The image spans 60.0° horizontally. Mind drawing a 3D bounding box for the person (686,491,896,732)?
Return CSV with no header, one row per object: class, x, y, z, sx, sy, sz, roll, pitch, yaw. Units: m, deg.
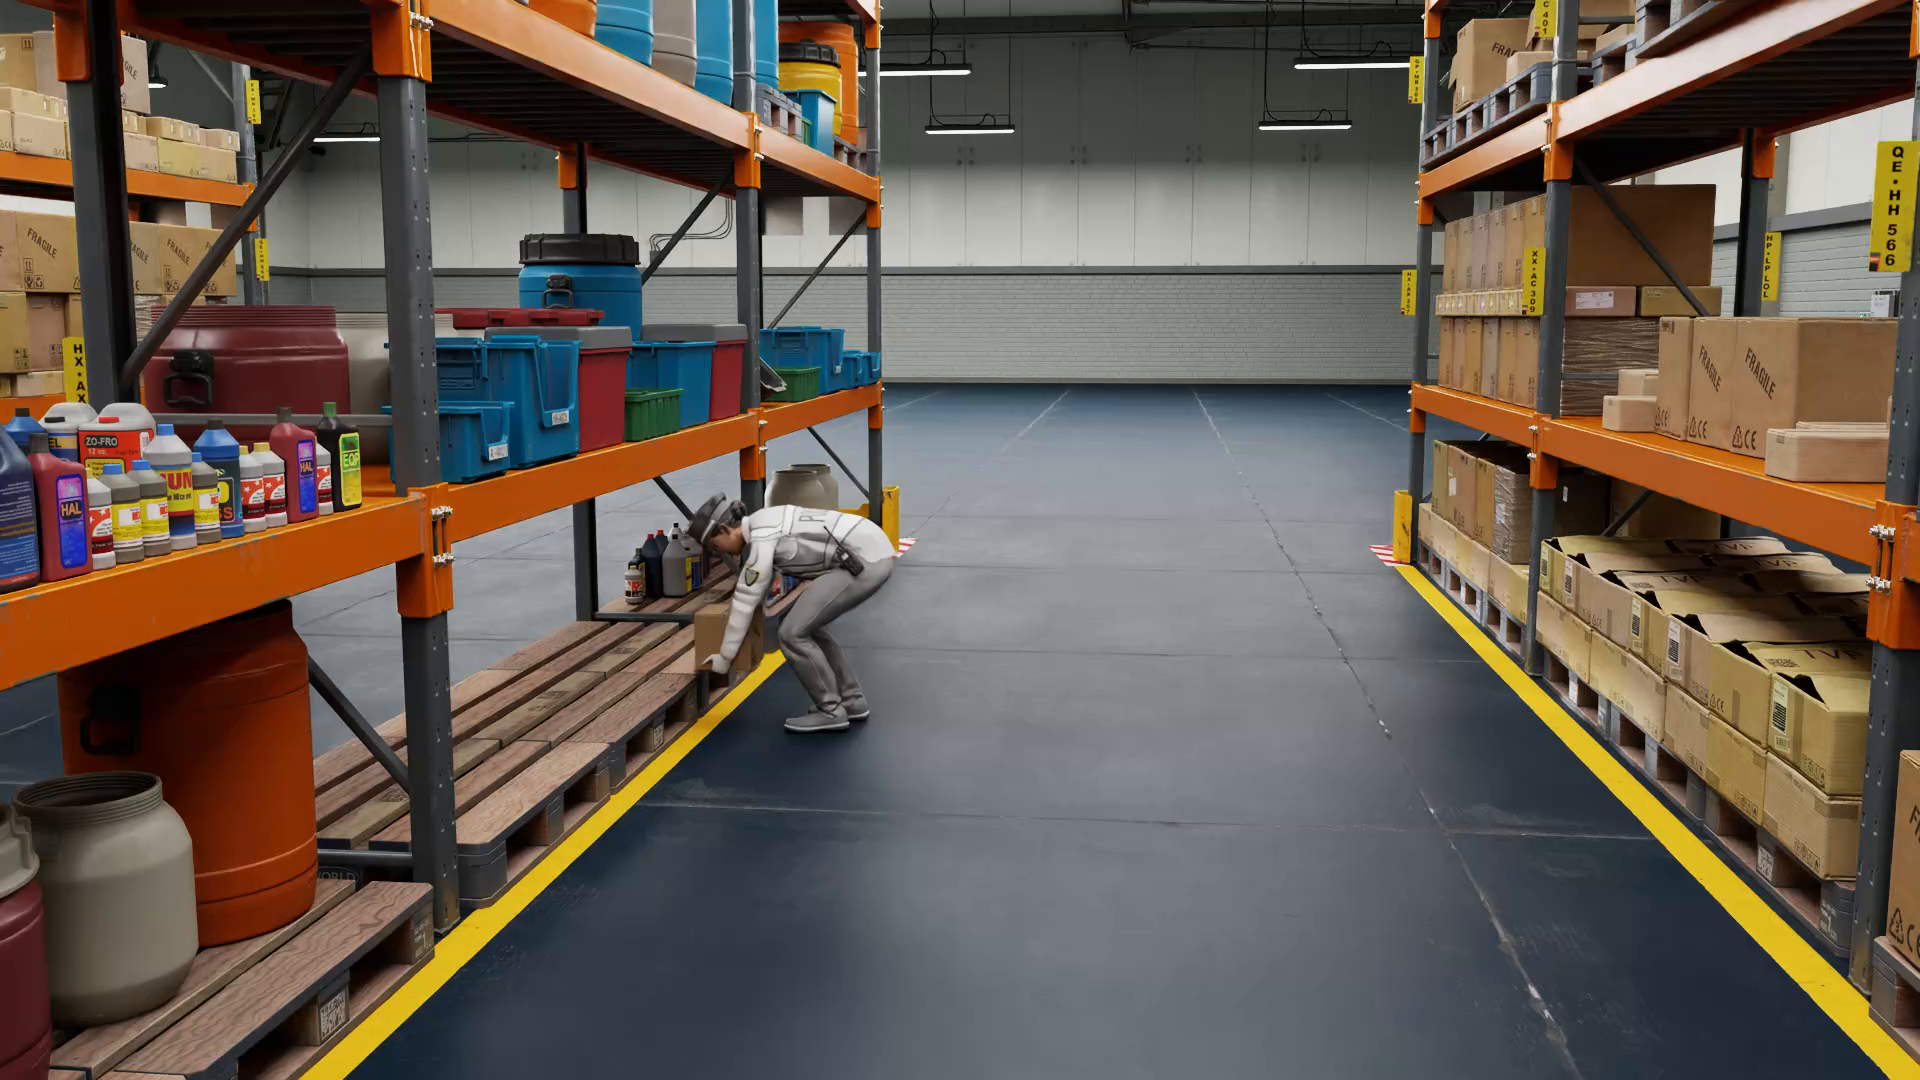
person,-0.745,0.306,7.342,0.921,1.049,0.445,0,8,3
